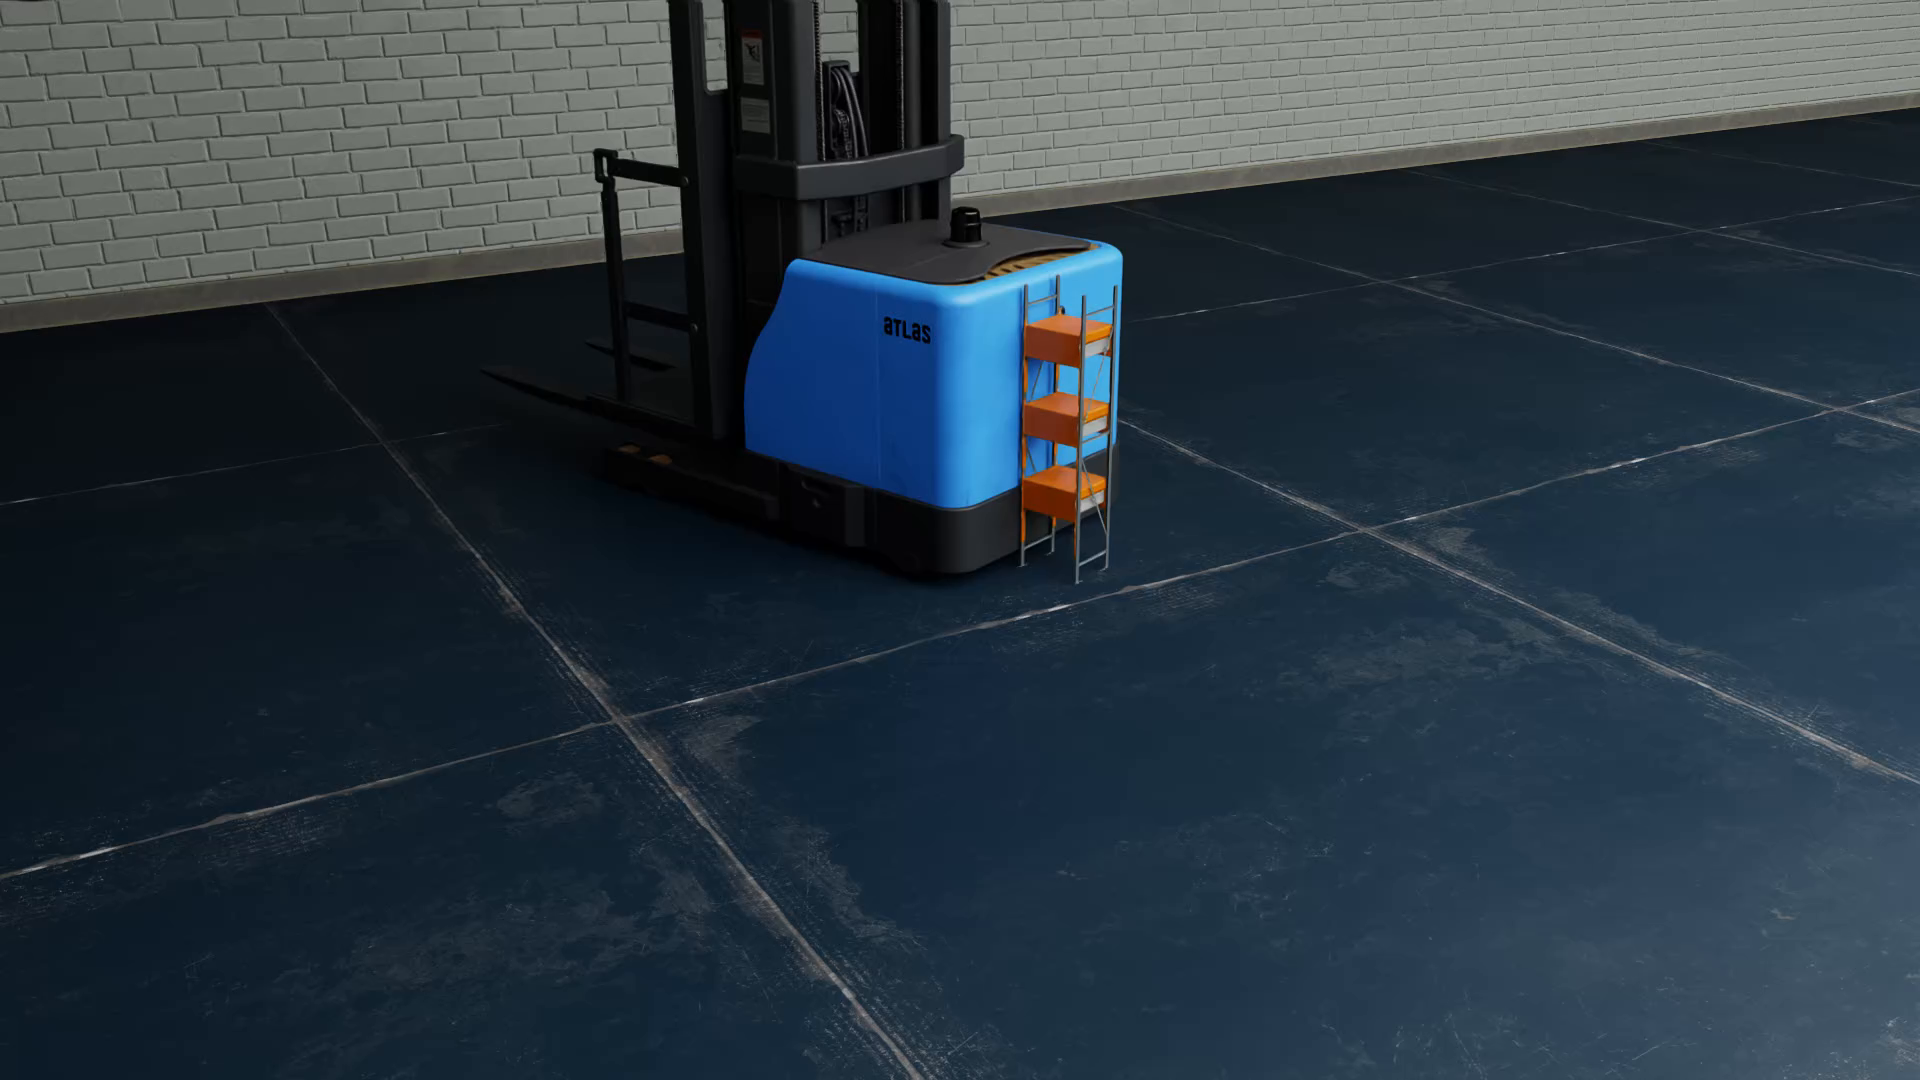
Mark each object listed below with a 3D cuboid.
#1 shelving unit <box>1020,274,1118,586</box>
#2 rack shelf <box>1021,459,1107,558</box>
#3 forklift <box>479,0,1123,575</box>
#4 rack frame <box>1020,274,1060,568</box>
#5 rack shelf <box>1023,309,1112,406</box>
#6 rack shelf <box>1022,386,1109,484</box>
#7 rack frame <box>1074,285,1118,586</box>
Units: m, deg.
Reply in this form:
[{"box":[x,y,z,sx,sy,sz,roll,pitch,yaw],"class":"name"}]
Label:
[{"box":[0.378,-0.383,5.859,0.252,1.050,0.215,17,28,36],"class":"shelving unit"},{"box":[0.378,-0.116,5.968,0.240,0.259,0.215,17,28,36],"class":"rack shelf"},{"box":[-0.838,-1.672,6.533,3.031,2.935,1.130,17,28,36],"class":"forklift"},{"box":[0.284,-0.412,5.932,0.008,1.050,0.200,17,28,36],"class":"rack frame"},{"box":[0.378,-0.636,5.756,0.240,0.259,0.215,17,28,36],"class":"rack shelf"},{"box":[0.378,-0.373,5.863,0.240,0.259,0.215,17,28,36],"class":"rack shelf"},{"box":[0.472,-0.354,5.787,0.008,1.050,0.200,17,28,36],"class":"rack frame"}]
